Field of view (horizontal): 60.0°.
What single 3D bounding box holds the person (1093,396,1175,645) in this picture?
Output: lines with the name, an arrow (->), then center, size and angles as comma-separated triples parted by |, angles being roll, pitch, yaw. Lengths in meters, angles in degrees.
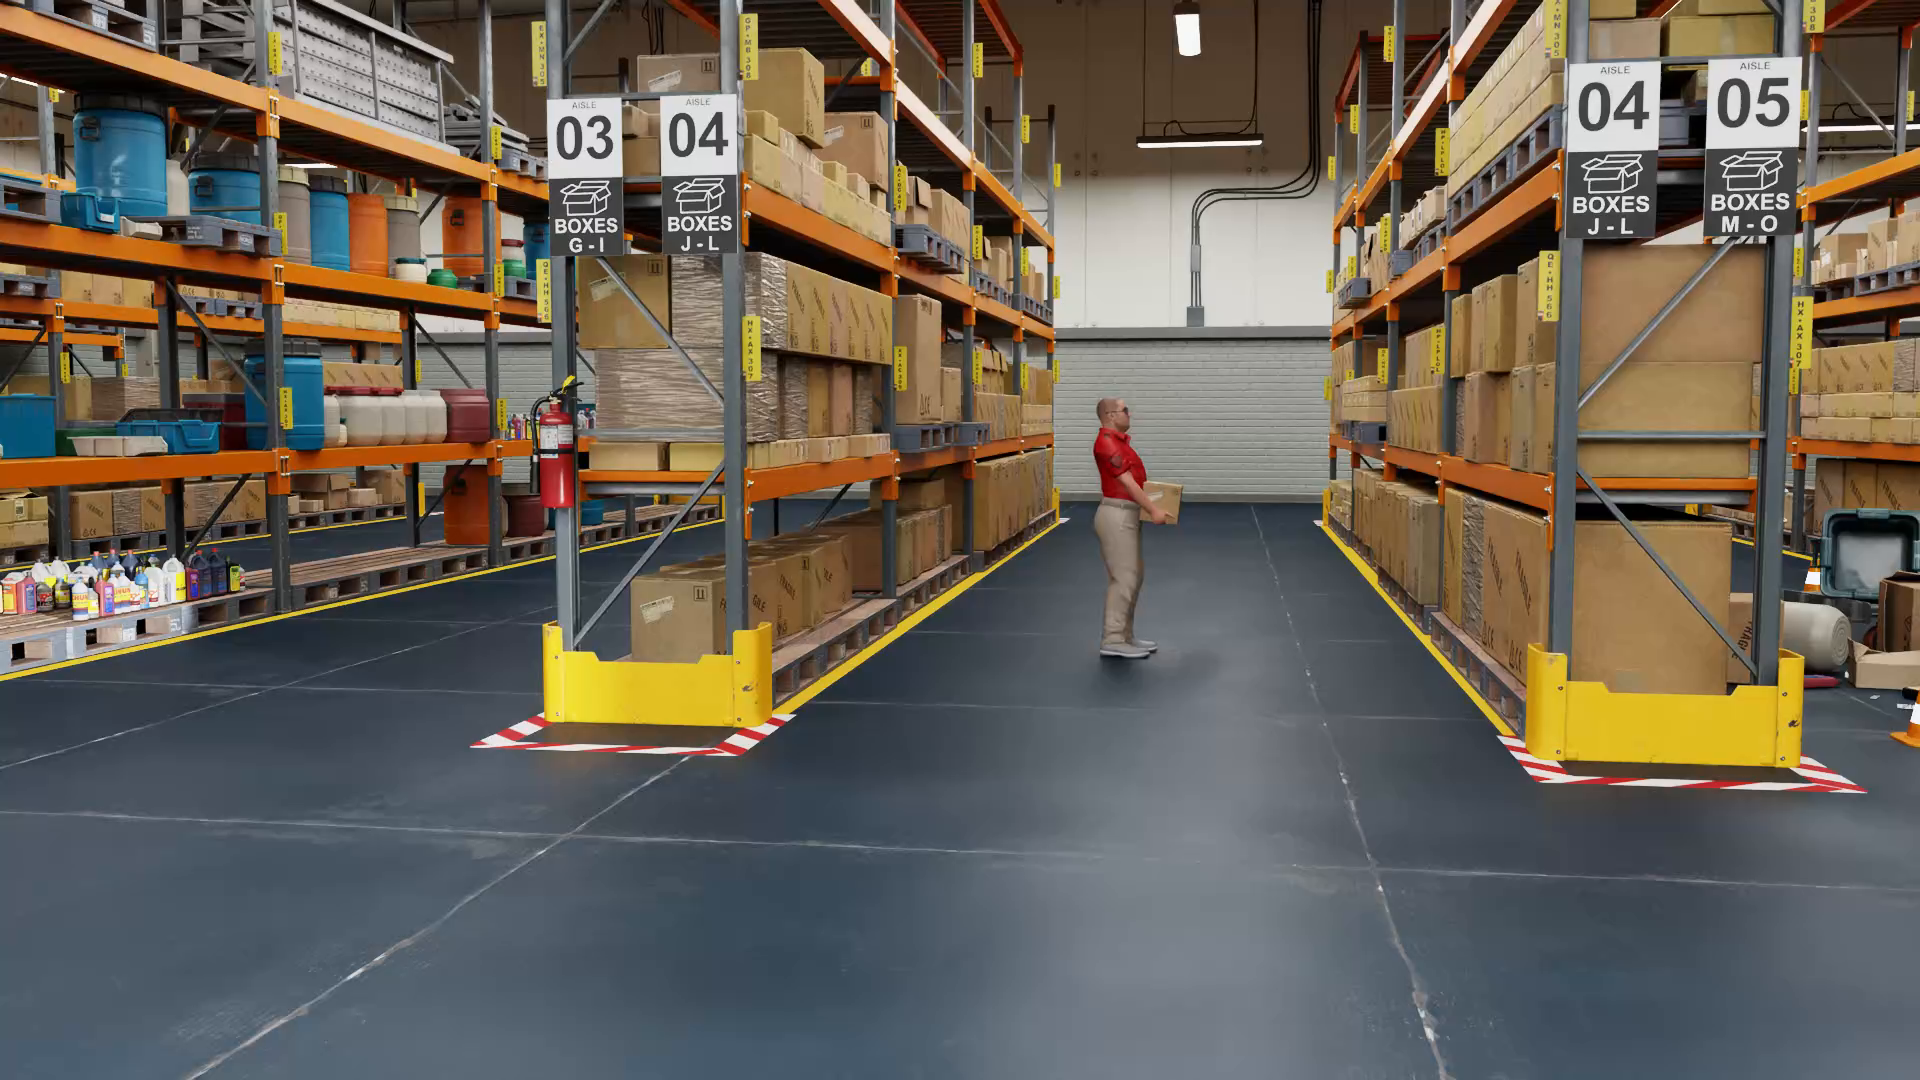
person -> 1.163, -0.132, 11.059 | 0.538, 1.641, 0.494 | 1, 4, 9
